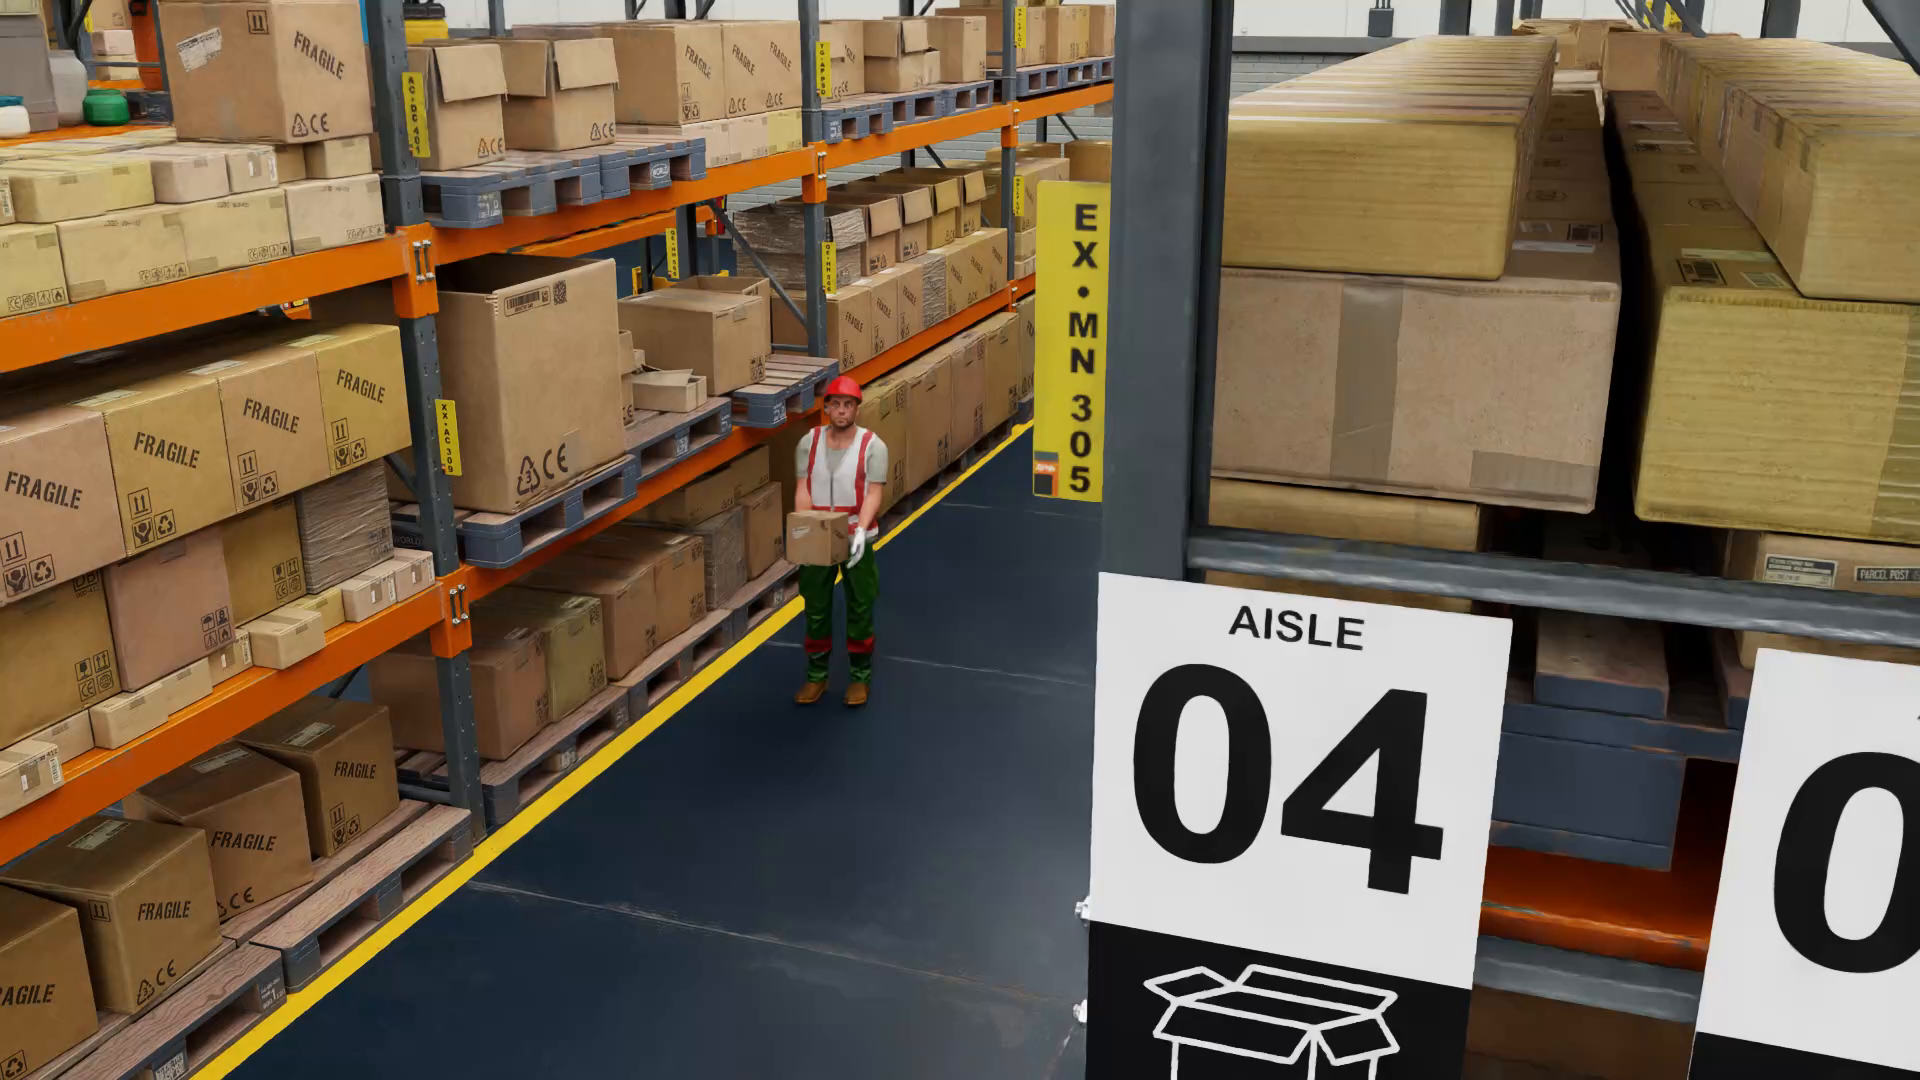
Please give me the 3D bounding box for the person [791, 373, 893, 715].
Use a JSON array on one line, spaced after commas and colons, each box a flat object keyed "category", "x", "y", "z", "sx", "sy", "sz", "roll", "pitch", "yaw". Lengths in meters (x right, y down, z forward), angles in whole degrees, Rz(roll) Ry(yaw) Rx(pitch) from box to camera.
[{"category": "person", "x": -0.634, "y": 0.010, "z": 8.933, "sx": 0.580, "sy": 1.799, "sz": 0.458, "roll": -16, "pitch": 25, "yaw": -40}]
